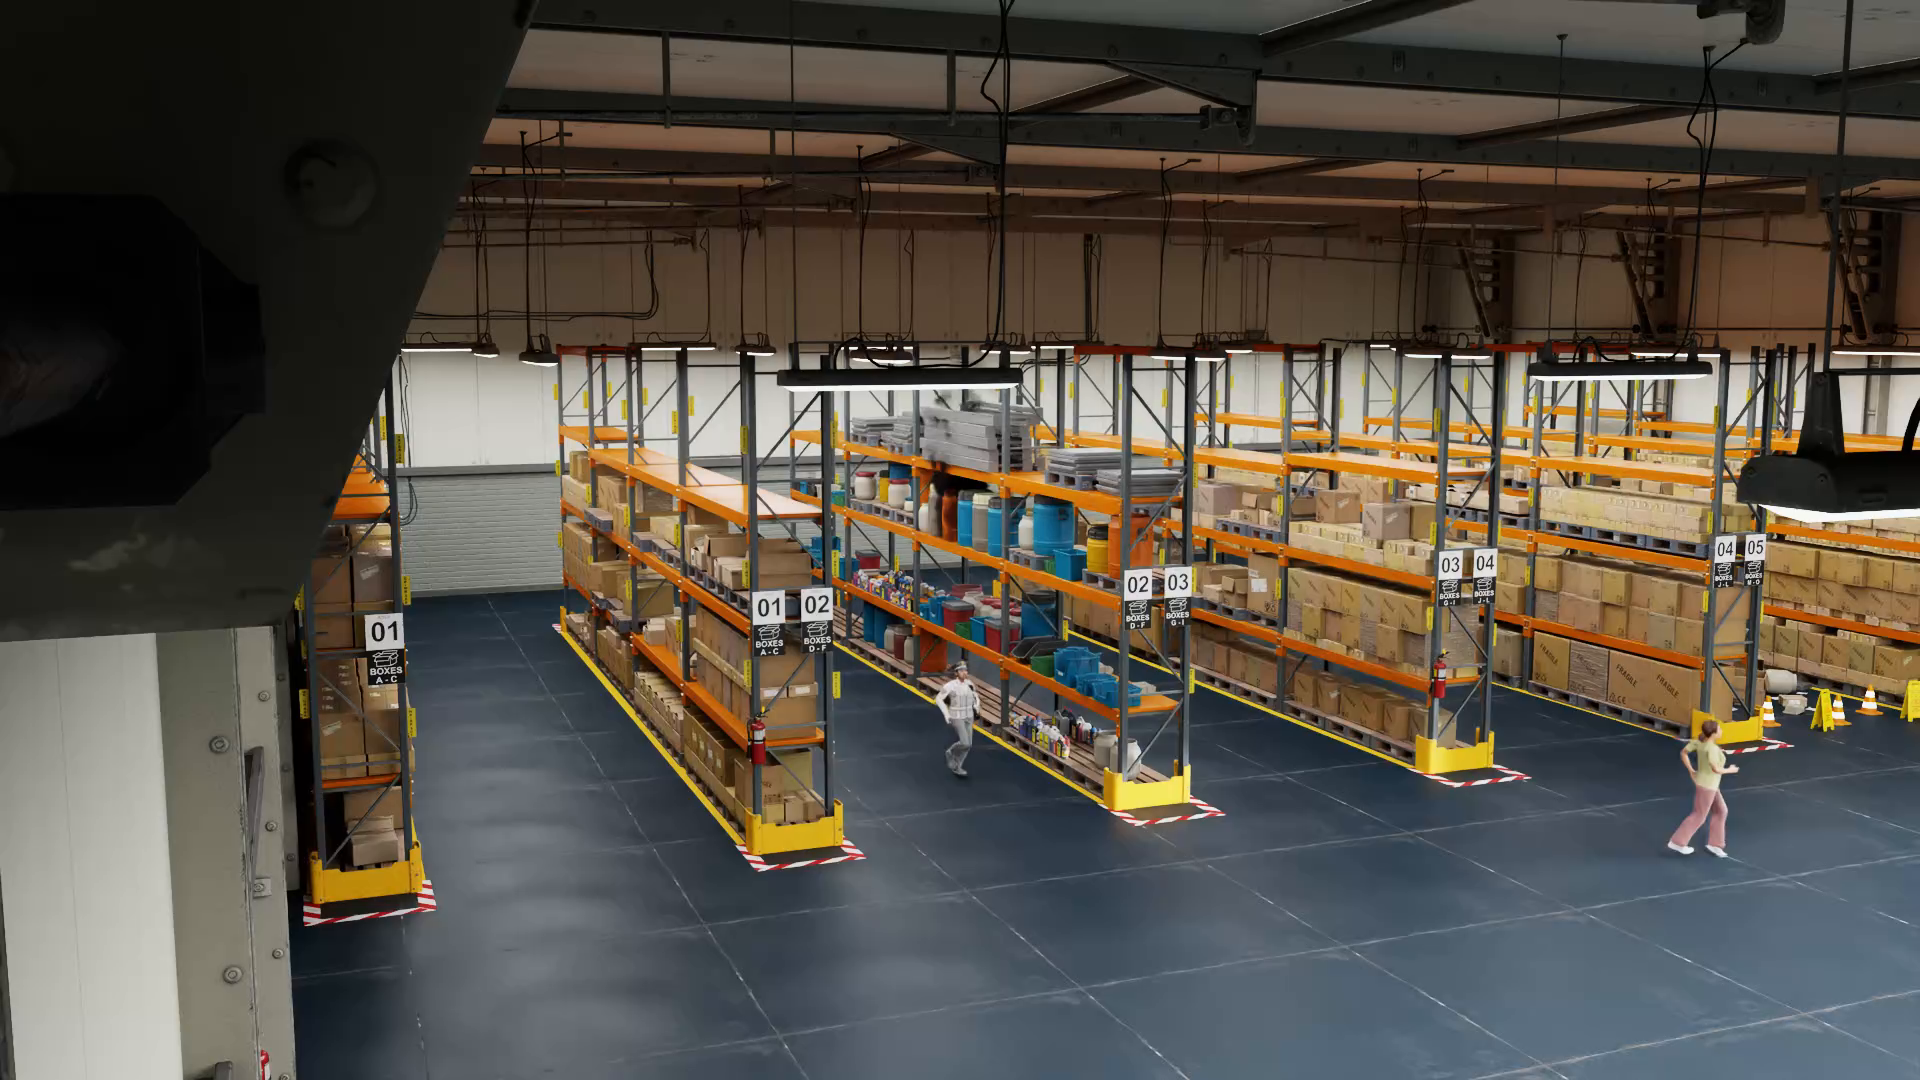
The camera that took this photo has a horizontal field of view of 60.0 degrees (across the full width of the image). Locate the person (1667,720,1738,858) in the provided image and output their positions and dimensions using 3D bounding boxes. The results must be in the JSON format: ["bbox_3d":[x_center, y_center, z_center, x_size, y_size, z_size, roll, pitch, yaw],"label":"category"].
[{"bbox_3d":[8.881,2.997,19.869,0.745,1.721,0.560,1,7,10],"label":"person"}]

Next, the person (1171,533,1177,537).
[{"bbox_3d":[4.882,0.660,38.319,0.626,1.655,0.554,-2,7,-13],"label":"person"}]

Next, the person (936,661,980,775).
[{"bbox_3d":[0.047,2.522,23.508,0.614,1.650,0.551,-5,9,-34],"label":"person"}]
